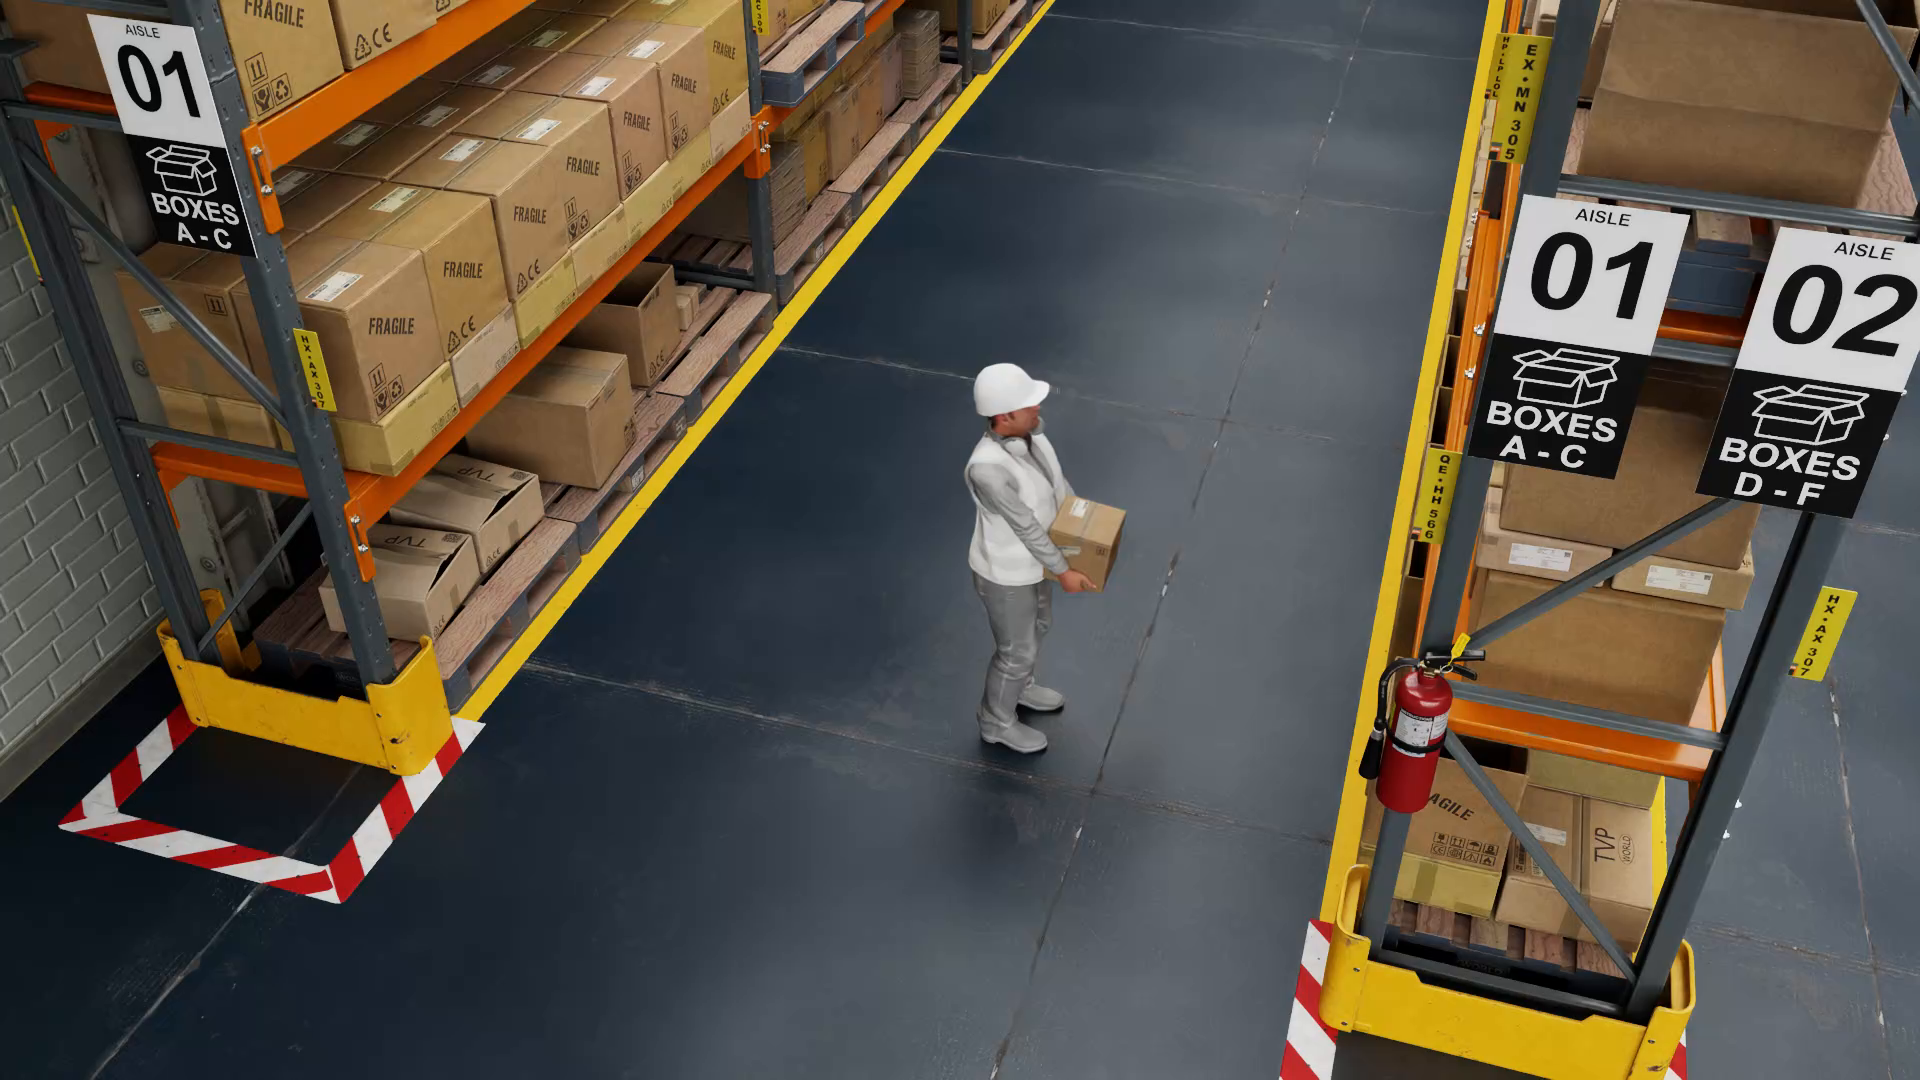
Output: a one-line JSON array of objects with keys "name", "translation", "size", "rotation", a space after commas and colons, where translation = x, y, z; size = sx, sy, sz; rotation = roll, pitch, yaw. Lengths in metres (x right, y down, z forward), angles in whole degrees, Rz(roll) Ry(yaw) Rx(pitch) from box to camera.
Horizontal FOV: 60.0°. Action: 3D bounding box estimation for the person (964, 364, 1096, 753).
[{"name": "person", "translation": [0.320, 0.081, 6.769], "size": [0.553, 1.762, 0.494], "rotation": [11, 38, 15]}]
